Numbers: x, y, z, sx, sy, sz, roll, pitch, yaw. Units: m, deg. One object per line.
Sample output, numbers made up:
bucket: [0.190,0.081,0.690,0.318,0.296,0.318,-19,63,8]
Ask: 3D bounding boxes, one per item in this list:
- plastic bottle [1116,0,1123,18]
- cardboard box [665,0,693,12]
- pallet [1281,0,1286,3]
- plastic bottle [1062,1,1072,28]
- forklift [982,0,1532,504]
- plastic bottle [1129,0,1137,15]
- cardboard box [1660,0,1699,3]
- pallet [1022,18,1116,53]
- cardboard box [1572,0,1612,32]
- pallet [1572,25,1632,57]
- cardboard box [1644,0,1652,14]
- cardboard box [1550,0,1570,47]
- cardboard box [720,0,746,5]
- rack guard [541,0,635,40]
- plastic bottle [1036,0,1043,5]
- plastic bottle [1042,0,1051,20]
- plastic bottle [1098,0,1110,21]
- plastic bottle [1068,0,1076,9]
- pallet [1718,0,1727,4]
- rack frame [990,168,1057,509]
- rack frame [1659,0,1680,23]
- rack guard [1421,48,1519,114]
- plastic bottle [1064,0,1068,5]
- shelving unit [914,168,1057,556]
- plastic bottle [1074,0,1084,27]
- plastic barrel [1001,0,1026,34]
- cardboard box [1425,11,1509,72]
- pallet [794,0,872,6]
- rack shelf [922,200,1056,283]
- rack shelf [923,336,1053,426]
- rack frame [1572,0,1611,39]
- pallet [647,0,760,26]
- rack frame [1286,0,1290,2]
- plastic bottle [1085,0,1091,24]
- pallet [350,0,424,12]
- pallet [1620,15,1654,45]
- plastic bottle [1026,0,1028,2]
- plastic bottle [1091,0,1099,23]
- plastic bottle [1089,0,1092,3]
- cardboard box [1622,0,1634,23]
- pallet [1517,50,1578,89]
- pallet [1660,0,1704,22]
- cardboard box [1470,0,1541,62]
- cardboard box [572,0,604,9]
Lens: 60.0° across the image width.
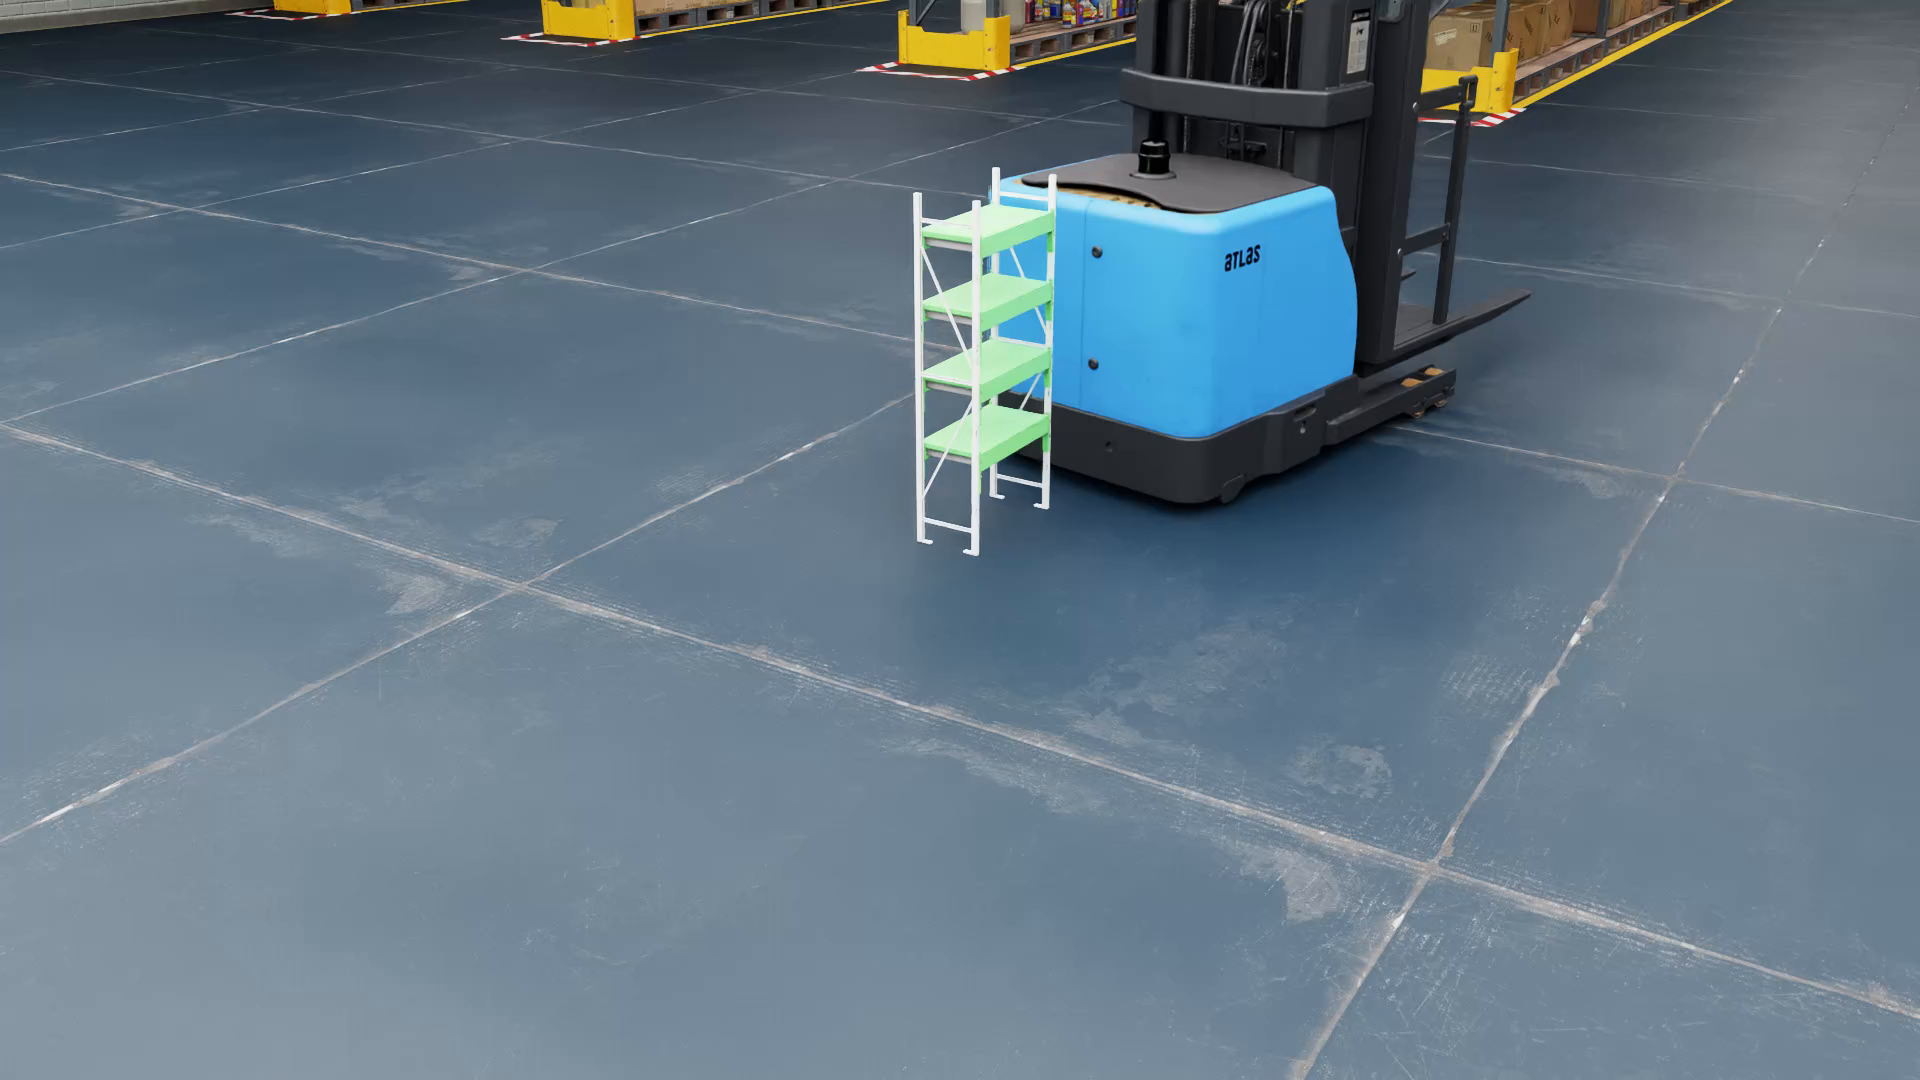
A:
plastic bottle: [1.799,-6.076,18.874,0.061,0.283,0.133,16,28,32]
cardboard box: [-3.538,-6.450,19.807,0.500,0.250,0.500,14,27,29]
pallet: [3.714,-7.343,22.447,1.003,0.211,1.213,14,27,29]
plastic bottle: [1.157,-5.673,17.959,0.097,0.271,0.097,0,23,0]
forklift: [1.455,-1.972,6.617,1.130,2.935,3.031,20,30,38]
plastic bottle: [1.951,-6.235,19.157,0.144,0.351,0.185,13,27,28]
cardboard box: [8.745,-7.285,20.948,1.225,0.875,0.875,12,26,27]
pallet: [1.014,-5.615,18.456,1.003,0.211,1.213,14,27,29]
cardboard box: [6.596,-5.746,17.840,0.700,0.500,0.500,12,26,25]
pallet: [6.663,-5.472,18.124,1.003,0.211,1.213,14,27,29]
cardboard box: [7.746,-6.473,19.520,0.700,0.500,0.500,11,26,25]
cardboard box: [5.713,-5.213,16.633,0.500,0.500,0.500,-18,29,-36]
cardboard box: [-3.006,-6.787,20.584,0.500,0.250,0.500,14,27,29]
rack guard: [-4.283,-6.060,19.120,1.175,0.500,0.348,14,27,29]
plastic bottle: [0.846,-6.057,18.747,0.144,0.351,0.185,15,28,31]
plastic bottle: [0.971,-5.978,18.752,0.097,0.201,0.097,0,23,0]
plastic bottle: [1.590,-5.973,18.646,0.152,0.276,0.135,14,27,30]
plastic bottle: [1.294,-6.217,19.215,0.097,0.271,0.097,0,23,0]
pallet: [10.131,-7.633,23.116,1.003,0.211,1.213,14,27,29]
rack frame: [0.216,-0.689,5.831,0.240,1.200,0.015,14,27,29]
rack frame: [8.364,-7.839,20.081,1.000,3.000,0.127,14,27,29]
rack guard: [4.184,-4.017,14.400,1.175,0.500,0.348,14,27,29]
plastic bottle: [1.168,-6.264,19.223,0.144,0.351,0.185,13,26,27]
shelving unit: [0.087,-0.606,5.641,0.258,1.200,0.503,14,27,29]
plastic bottle: [1.292,-5.751,18.124,0.061,0.283,0.133,14,27,30]
plastic barrel: [0.483,-5.635,17.593,0.421,0.512,0.421,0,23,0]
cardboard box: [4.487,-4.391,14.736,0.500,0.500,0.500,20,30,38]
pallet: [-1.805,-7.543,22.908,1.003,0.211,1.213,14,27,29]
rack shelf: [0.087,-0.988,5.475,0.258,0.148,0.480,14,27,29]
rack shelf: [0.087,-0.548,5.666,0.258,0.148,0.480,14,27,29]
rack frame: [6.254,-6.489,16.963,1.000,3.000,0.127,14,27,29]
pallet: [-3.258,-6.613,20.760,1.003,0.211,1.213,14,27,29]
rack frame: [4.156,-8.876,22.479,1.000,3.000,0.127,14,27,29]
plastic bottle: [1.391,-5.822,18.304,0.097,0.271,0.097,0,23,0]
pallet: [-7.982,-7.265,22.267,1.003,0.211,1.213,14,27,29]
pallet: [7.306,-5.885,19.079,1.003,0.211,1.213,14,27,29]
plastic bottle: [0.689,-5.919,18.523,0.152,0.276,0.135,14,27,29]
plastic bottle: [1.498,-5.891,18.462,0.097,0.271,0.097,0,23,0]
plastic bottle: [1.500,-5.998,18.696,0.061,0.283,0.133,14,27,29]
cardboard box: [7.158,-6.092,18.639,0.700,0.500,0.500,11,26,24]
pallet: [5.287,-4.561,16.021,1.003,0.211,1.213,14,27,29]
pallet: [8.844,-6.809,21.213,1.003,0.211,1.213,14,27,29]
cardboard box: [5.120,-4.808,15.697,0.500,0.500,0.500,17,29,34]
cardboard box: [-4.238,-6.389,19.666,0.500,0.250,0.500,14,27,29]
